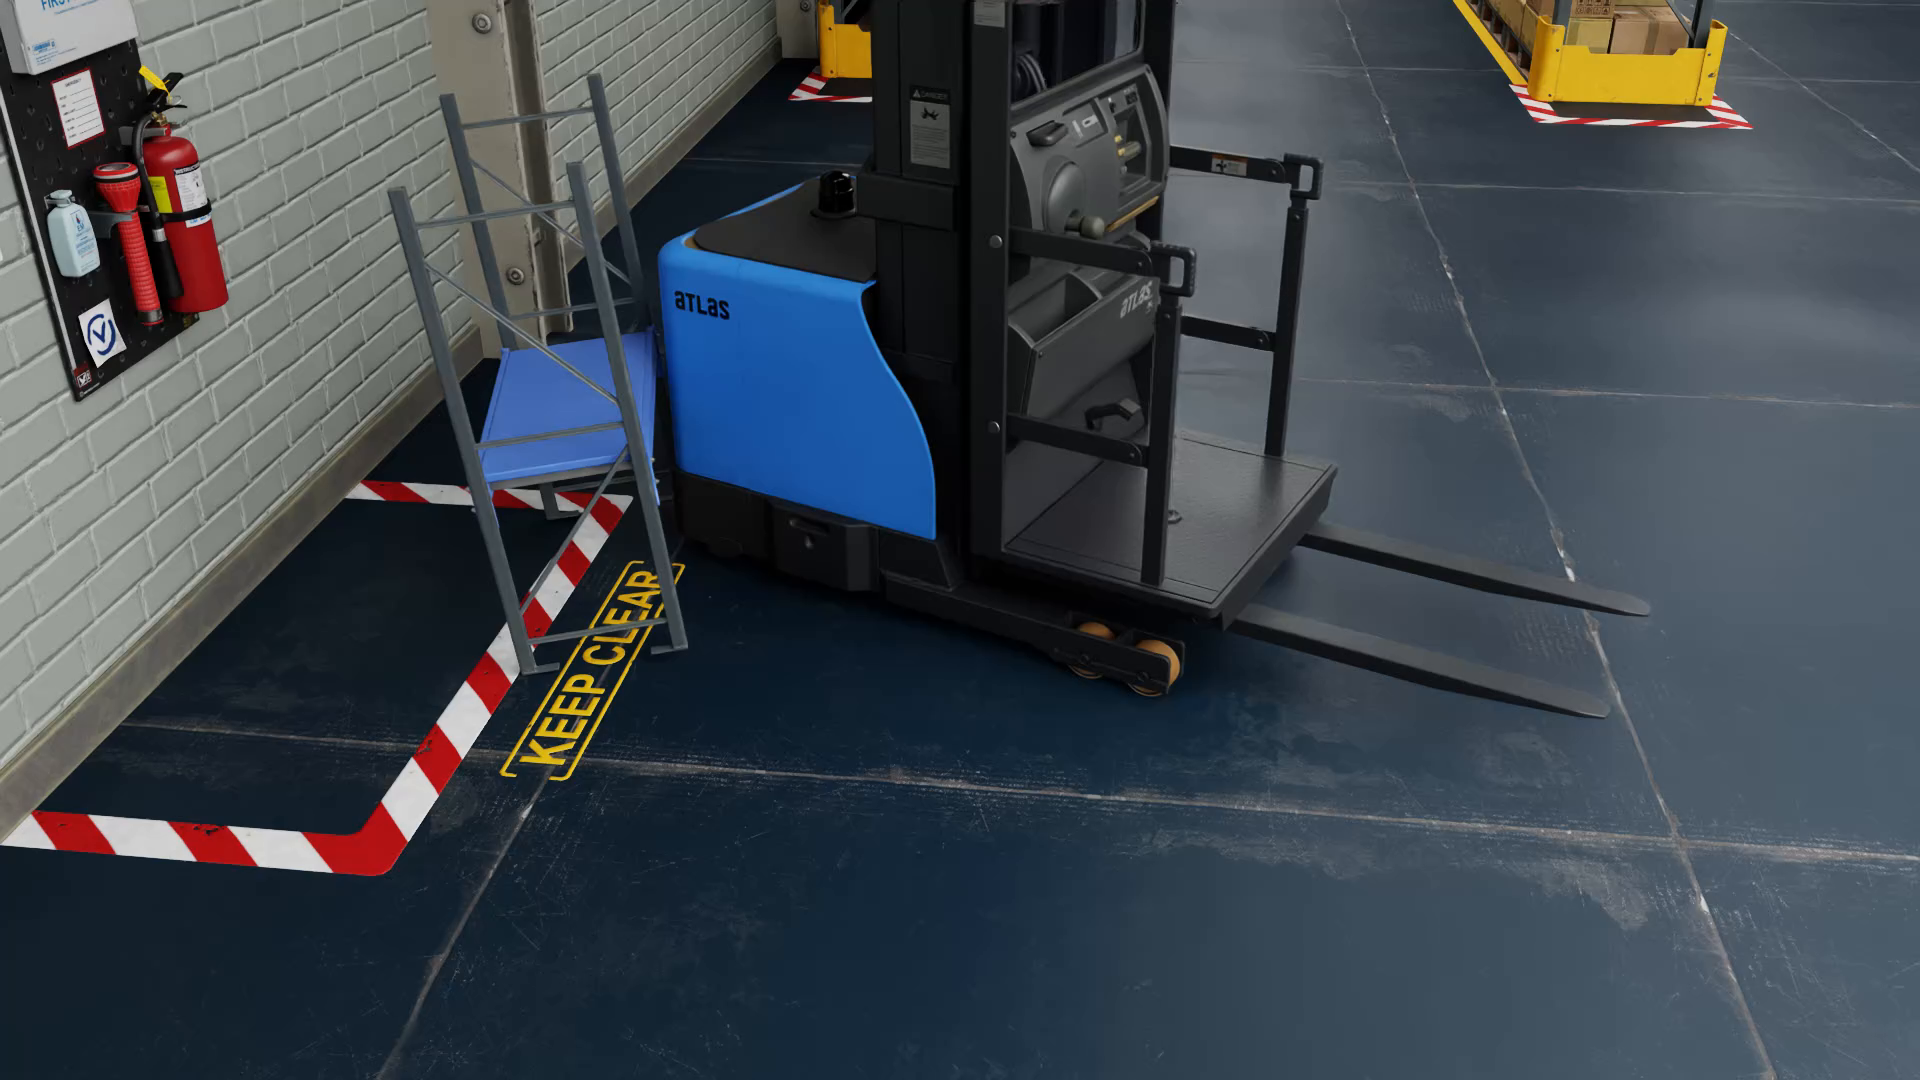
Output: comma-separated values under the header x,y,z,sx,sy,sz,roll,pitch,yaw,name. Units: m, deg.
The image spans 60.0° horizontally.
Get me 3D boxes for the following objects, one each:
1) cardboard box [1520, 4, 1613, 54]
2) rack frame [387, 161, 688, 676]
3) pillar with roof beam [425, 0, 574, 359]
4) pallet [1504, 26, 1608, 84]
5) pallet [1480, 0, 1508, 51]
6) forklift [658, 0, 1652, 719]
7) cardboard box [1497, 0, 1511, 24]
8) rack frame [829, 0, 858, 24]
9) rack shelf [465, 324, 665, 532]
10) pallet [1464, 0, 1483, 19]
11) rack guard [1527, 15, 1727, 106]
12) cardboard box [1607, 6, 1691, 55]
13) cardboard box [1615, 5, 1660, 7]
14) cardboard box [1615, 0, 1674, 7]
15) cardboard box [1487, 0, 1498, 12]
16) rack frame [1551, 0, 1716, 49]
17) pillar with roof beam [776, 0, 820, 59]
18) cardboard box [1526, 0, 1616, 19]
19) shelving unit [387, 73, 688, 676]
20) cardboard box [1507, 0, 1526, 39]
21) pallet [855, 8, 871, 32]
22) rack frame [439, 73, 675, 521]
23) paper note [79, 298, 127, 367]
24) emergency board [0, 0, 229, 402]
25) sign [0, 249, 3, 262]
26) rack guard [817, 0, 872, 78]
x,y,z,sx,sy,sz,roll,pitch,yaw,name
4.271,-3.601,11.727,0.500,0.250,0.500,3,28,6,cardboard box
-1.148,-0.290,4.660,0.500,1.500,0.032,-9,29,-4,rack frame
2.346,-4.589,4.780,9.100,9.000,0.400,3,28,6,pillar with roof beam
4.550,-3.491,12.008,1.003,0.211,1.213,3,28,6,pallet
4.702,-4.064,13.071,1.003,0.211,1.213,3,28,6,pallet
0.567,-1.118,4.735,3.031,2.935,1.130,15,32,26,forklift
4.380,-4.072,12.602,0.500,0.250,0.500,3,28,6,cardboard box
-0.419,-4.643,11.205,1.000,3.000,0.127,3,28,6,rack frame
-1.202,-0.372,5.190,0.538,0.185,1.000,-9,29,-4,rack shelf
4.849,-4.640,14.140,1.003,0.211,1.213,3,28,6,pallet
4.495,-3.245,11.246,1.175,0.500,0.348,3,28,6,rack guard
4.785,-3.570,11.671,0.500,0.250,0.500,3,28,6,cardboard box
4.842,-3.806,12.108,0.500,0.250,0.500,3,28,6,cardboard box
4.844,-4.136,11.930,0.500,0.500,0.500,3,28,6,cardboard box
4.443,-4.307,13.039,0.500,0.250,0.500,3,28,6,cardboard box
4.498,-4.357,10.674,1.000,3.000,0.127,3,28,6,rack frame
3.081,-7.413,10.023,9.100,9.000,0.400,3,28,6,pillar with roof beam
4.269,-3.931,11.549,0.500,0.500,0.500,3,28,6,cardboard box
-1.221,-0.528,5.103,0.538,1.500,1.048,-9,29,-4,shelving unit
4.320,-3.837,12.165,0.500,0.250,0.500,3,28,6,cardboard box
-0.275,-3.831,12.639,1.003,0.211,1.213,3,28,6,pallet
-1.293,-0.767,5.546,0.500,1.500,0.032,-9,29,-4,rack frame
-2.357,-0.570,4.574,0.016,0.148,0.142,3,28,6,paper note
-2.267,-1.037,4.513,0.194,1.169,0.643,3,28,6,emergency board
-2.437,-0.799,4.032,0.001,0.329,0.234,3,28,6,sign
-0.409,-3.578,11.864,1.175,0.500,0.348,3,28,6,rack guard
